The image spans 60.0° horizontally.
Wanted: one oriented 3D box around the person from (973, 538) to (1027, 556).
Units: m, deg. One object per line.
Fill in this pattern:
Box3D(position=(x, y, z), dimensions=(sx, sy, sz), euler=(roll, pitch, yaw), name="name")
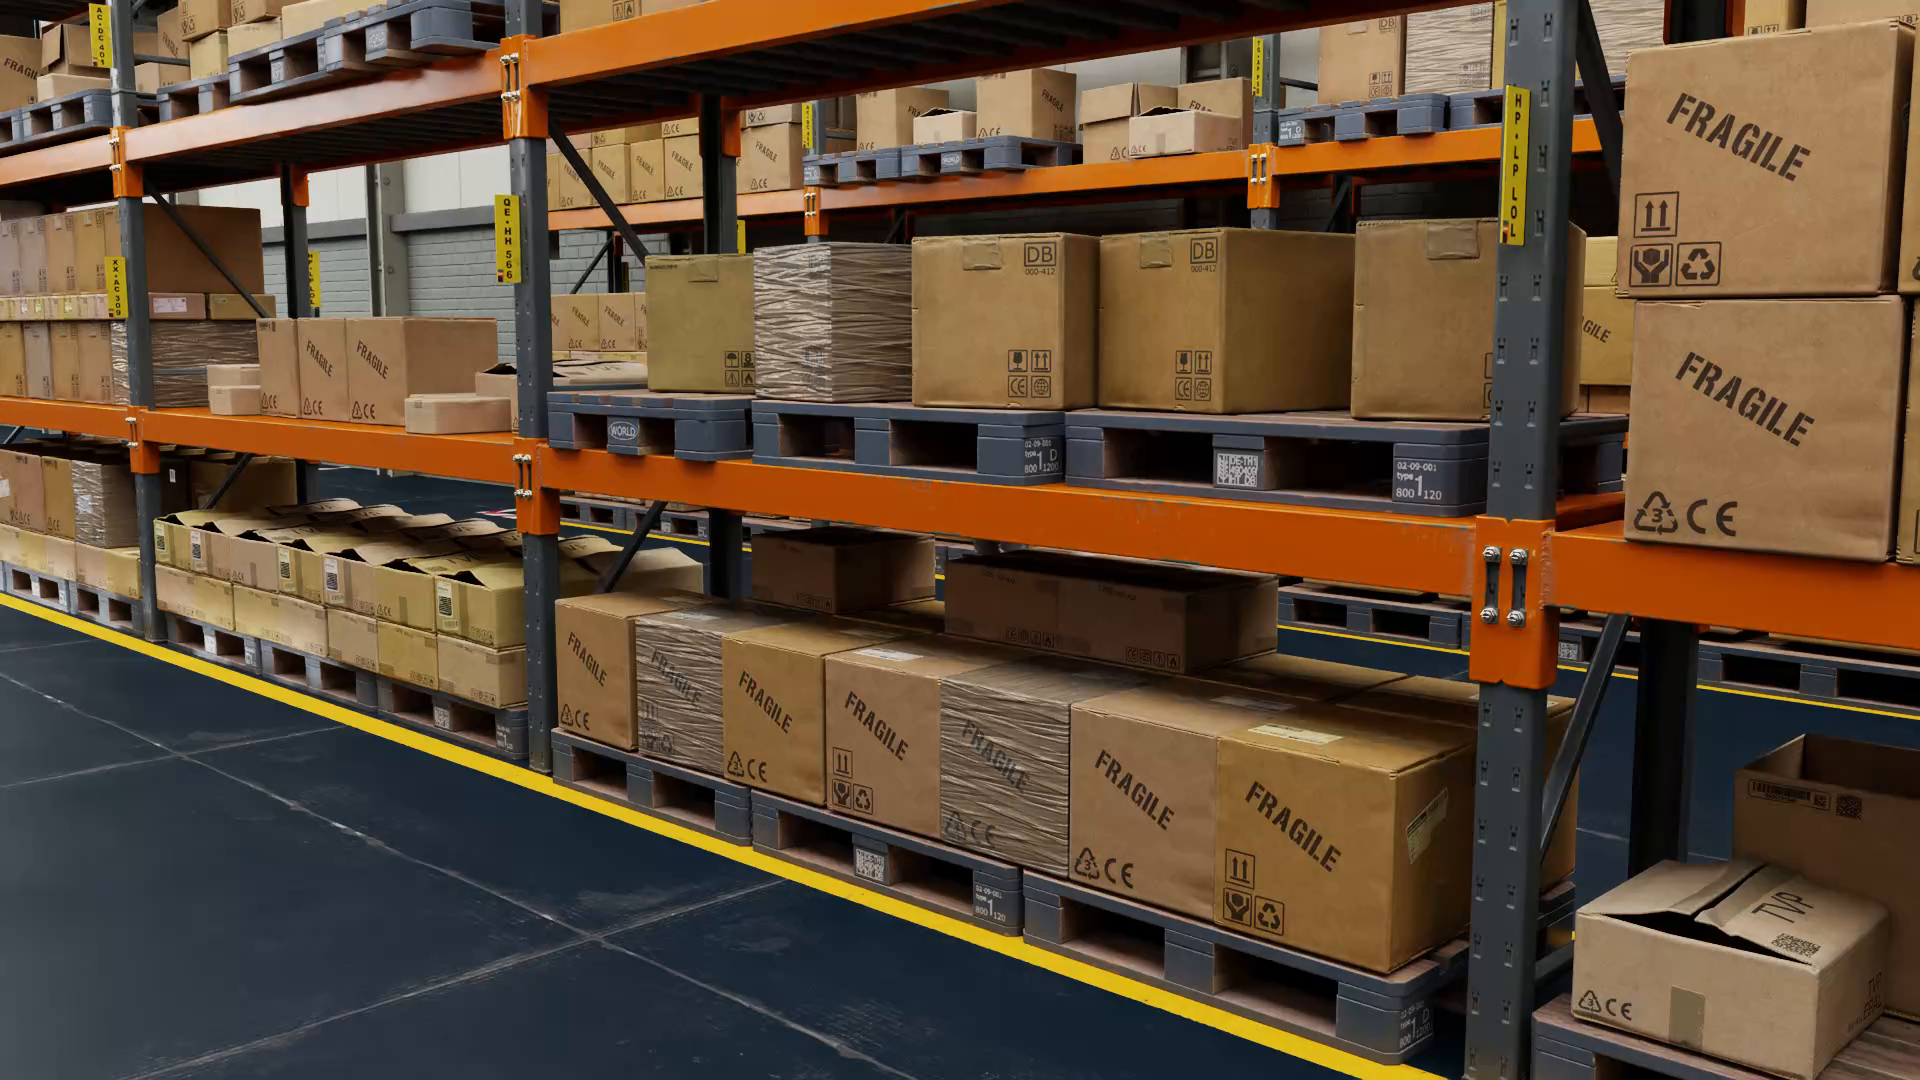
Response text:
Box3D(position=(0.237, -0.252, 9.156), dimensions=(0.469, 1.690, 0.550), euler=(7, 10, 43), name="person")
